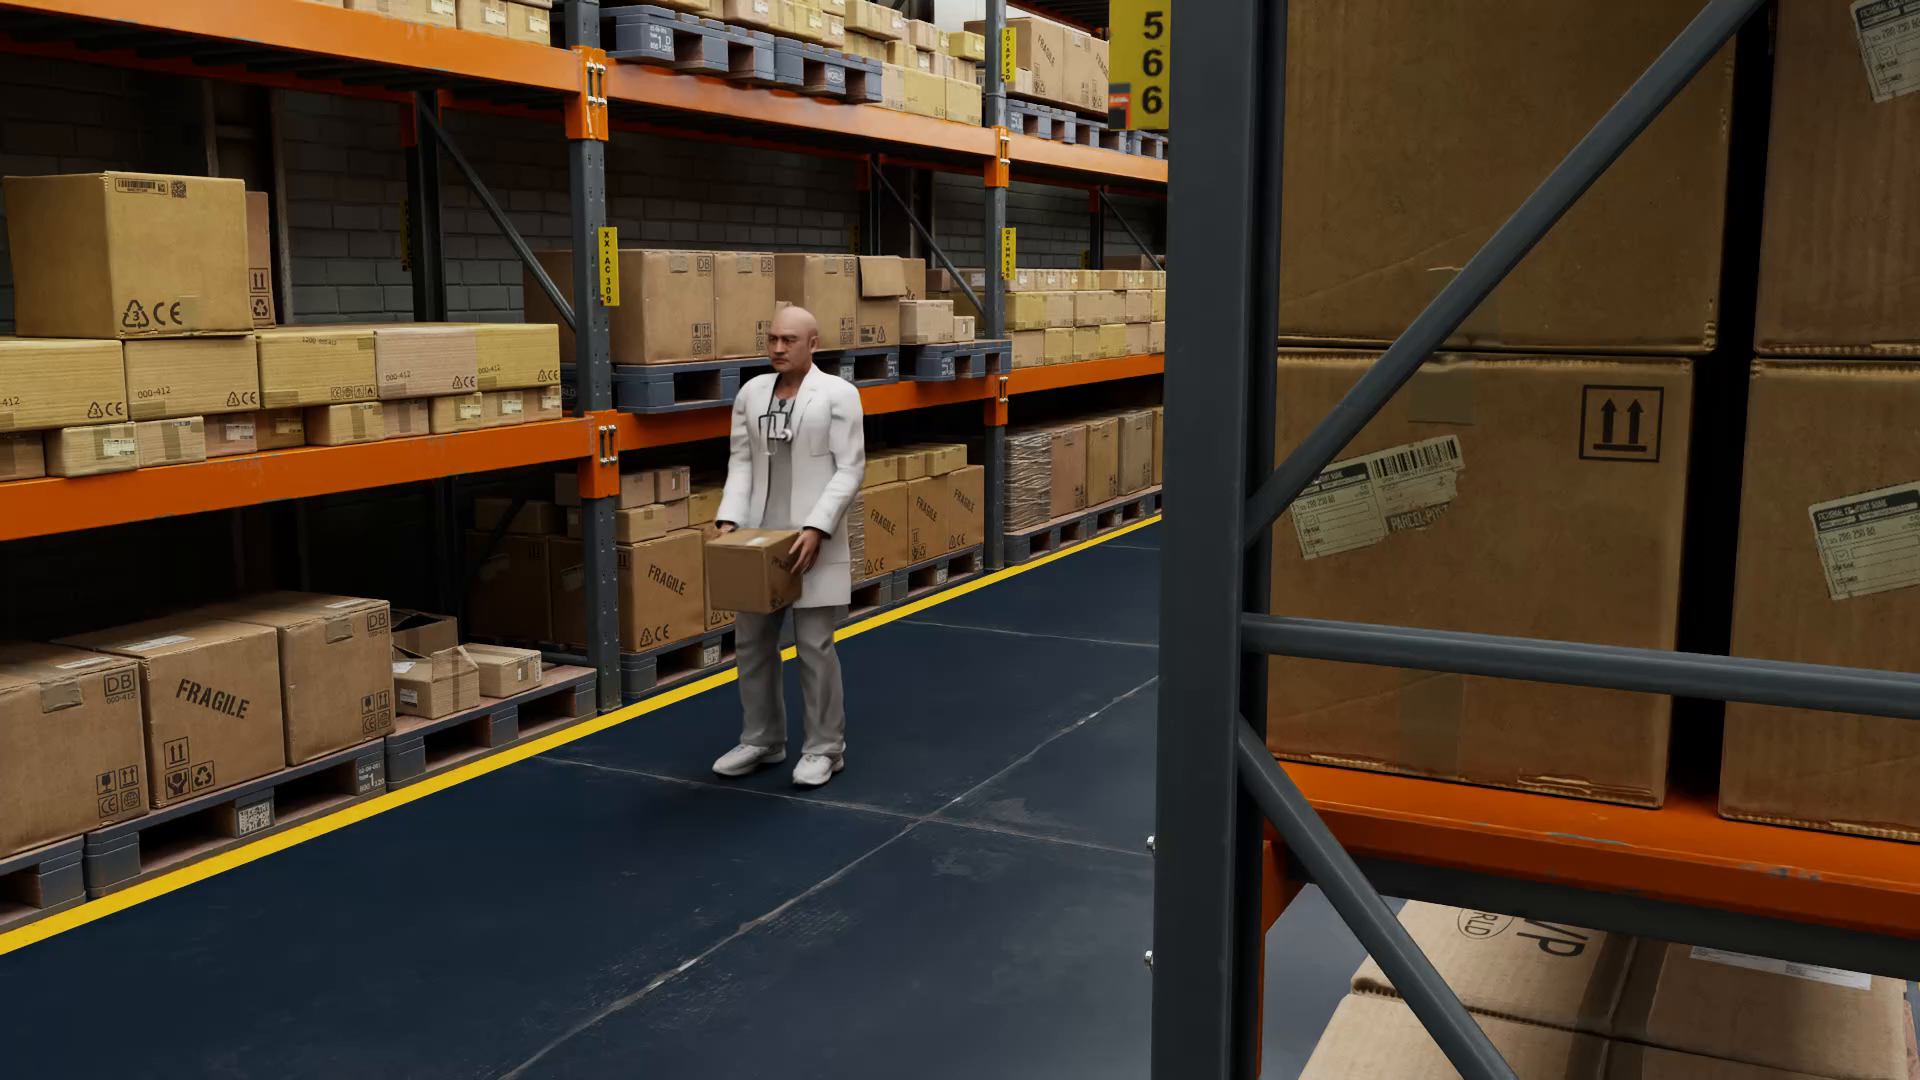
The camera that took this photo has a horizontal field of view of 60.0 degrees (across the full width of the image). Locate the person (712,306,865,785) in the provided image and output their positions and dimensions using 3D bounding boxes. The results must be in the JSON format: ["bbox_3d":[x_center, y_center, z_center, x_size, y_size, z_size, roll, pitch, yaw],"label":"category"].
[{"bbox_3d":[-0.650,0.019,6.263,0.577,1.782,0.455,4,10,25],"label":"person"}]
